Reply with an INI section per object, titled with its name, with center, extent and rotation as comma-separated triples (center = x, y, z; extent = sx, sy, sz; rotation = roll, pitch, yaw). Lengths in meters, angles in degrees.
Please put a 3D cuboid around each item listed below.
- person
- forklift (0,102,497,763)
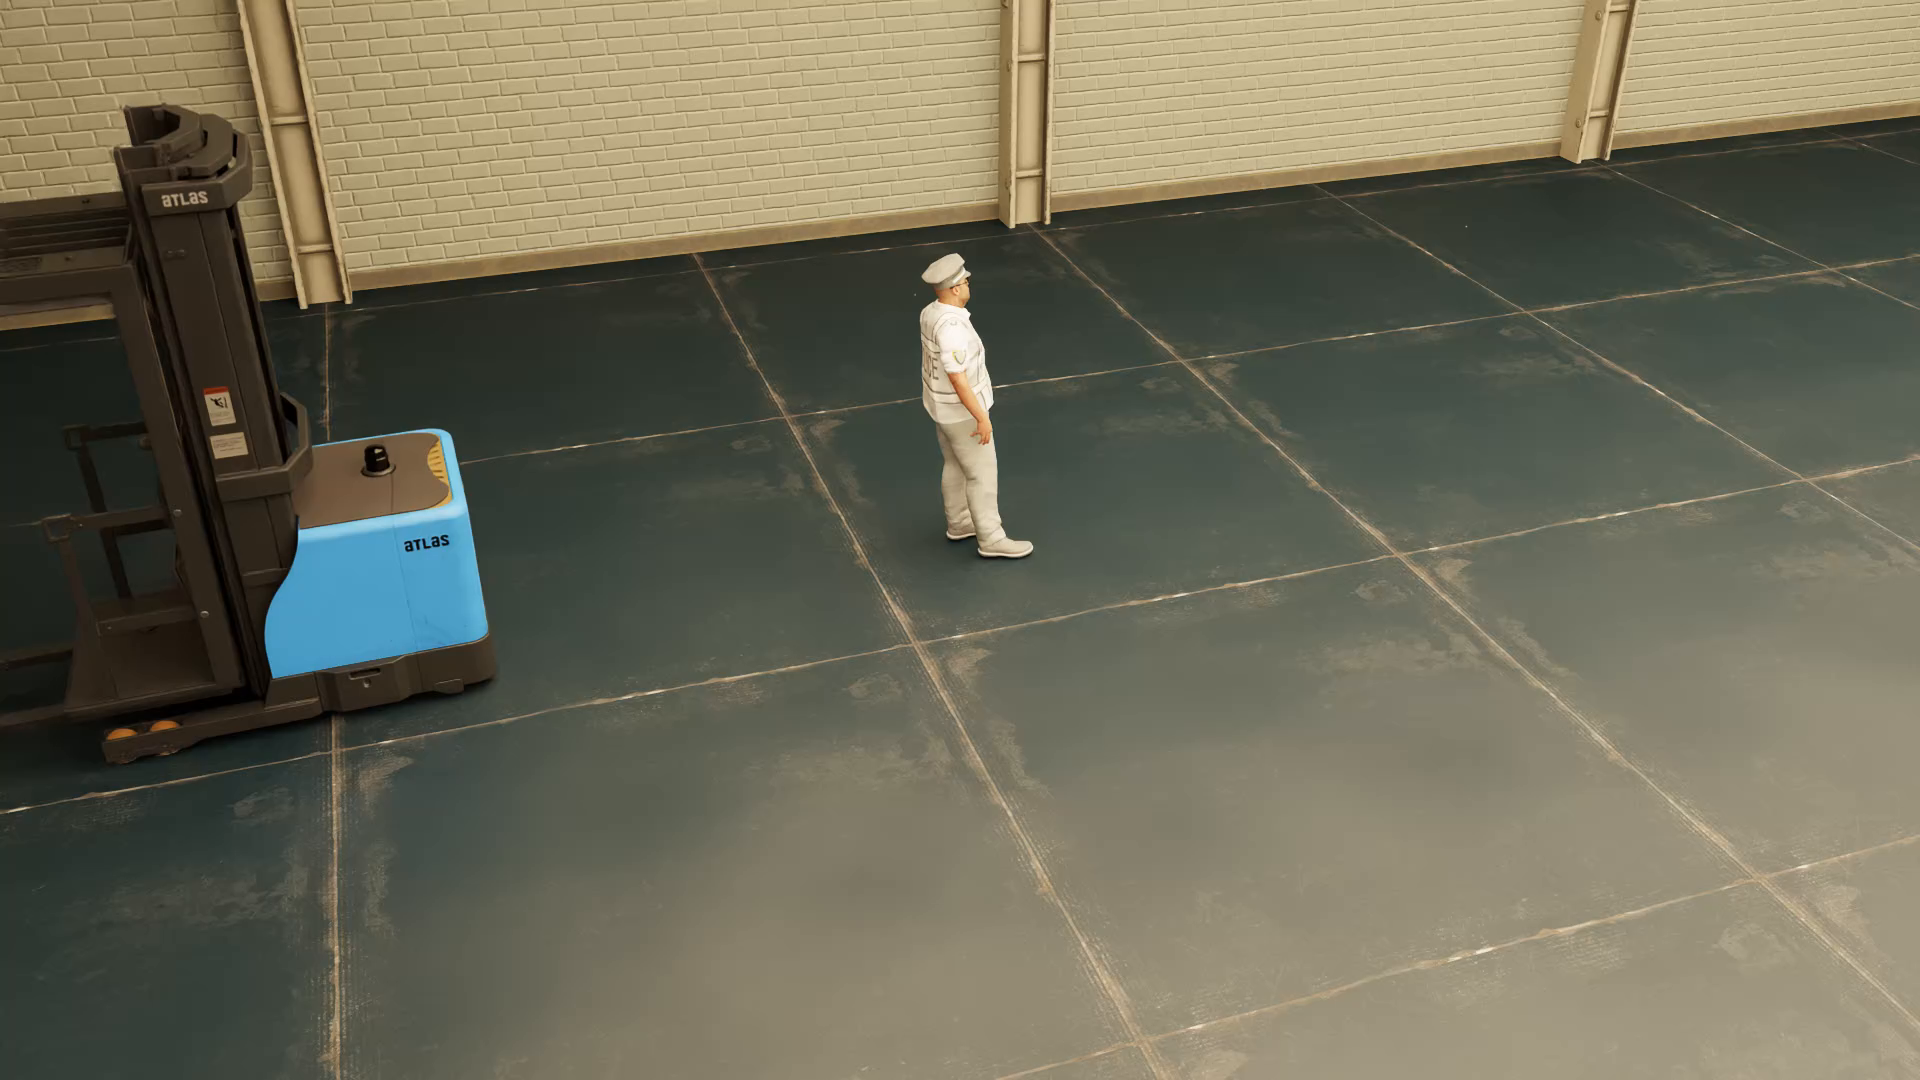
[person]
center = 0.078, -0.786, 9.590
extent = 0.574, 1.780, 0.641
rotation = -10, 31, -16
[forklift]
center = -3.995, -0.477, 7.916
extent = 3.031, 2.935, 1.130
rotation = -10, 32, -17
